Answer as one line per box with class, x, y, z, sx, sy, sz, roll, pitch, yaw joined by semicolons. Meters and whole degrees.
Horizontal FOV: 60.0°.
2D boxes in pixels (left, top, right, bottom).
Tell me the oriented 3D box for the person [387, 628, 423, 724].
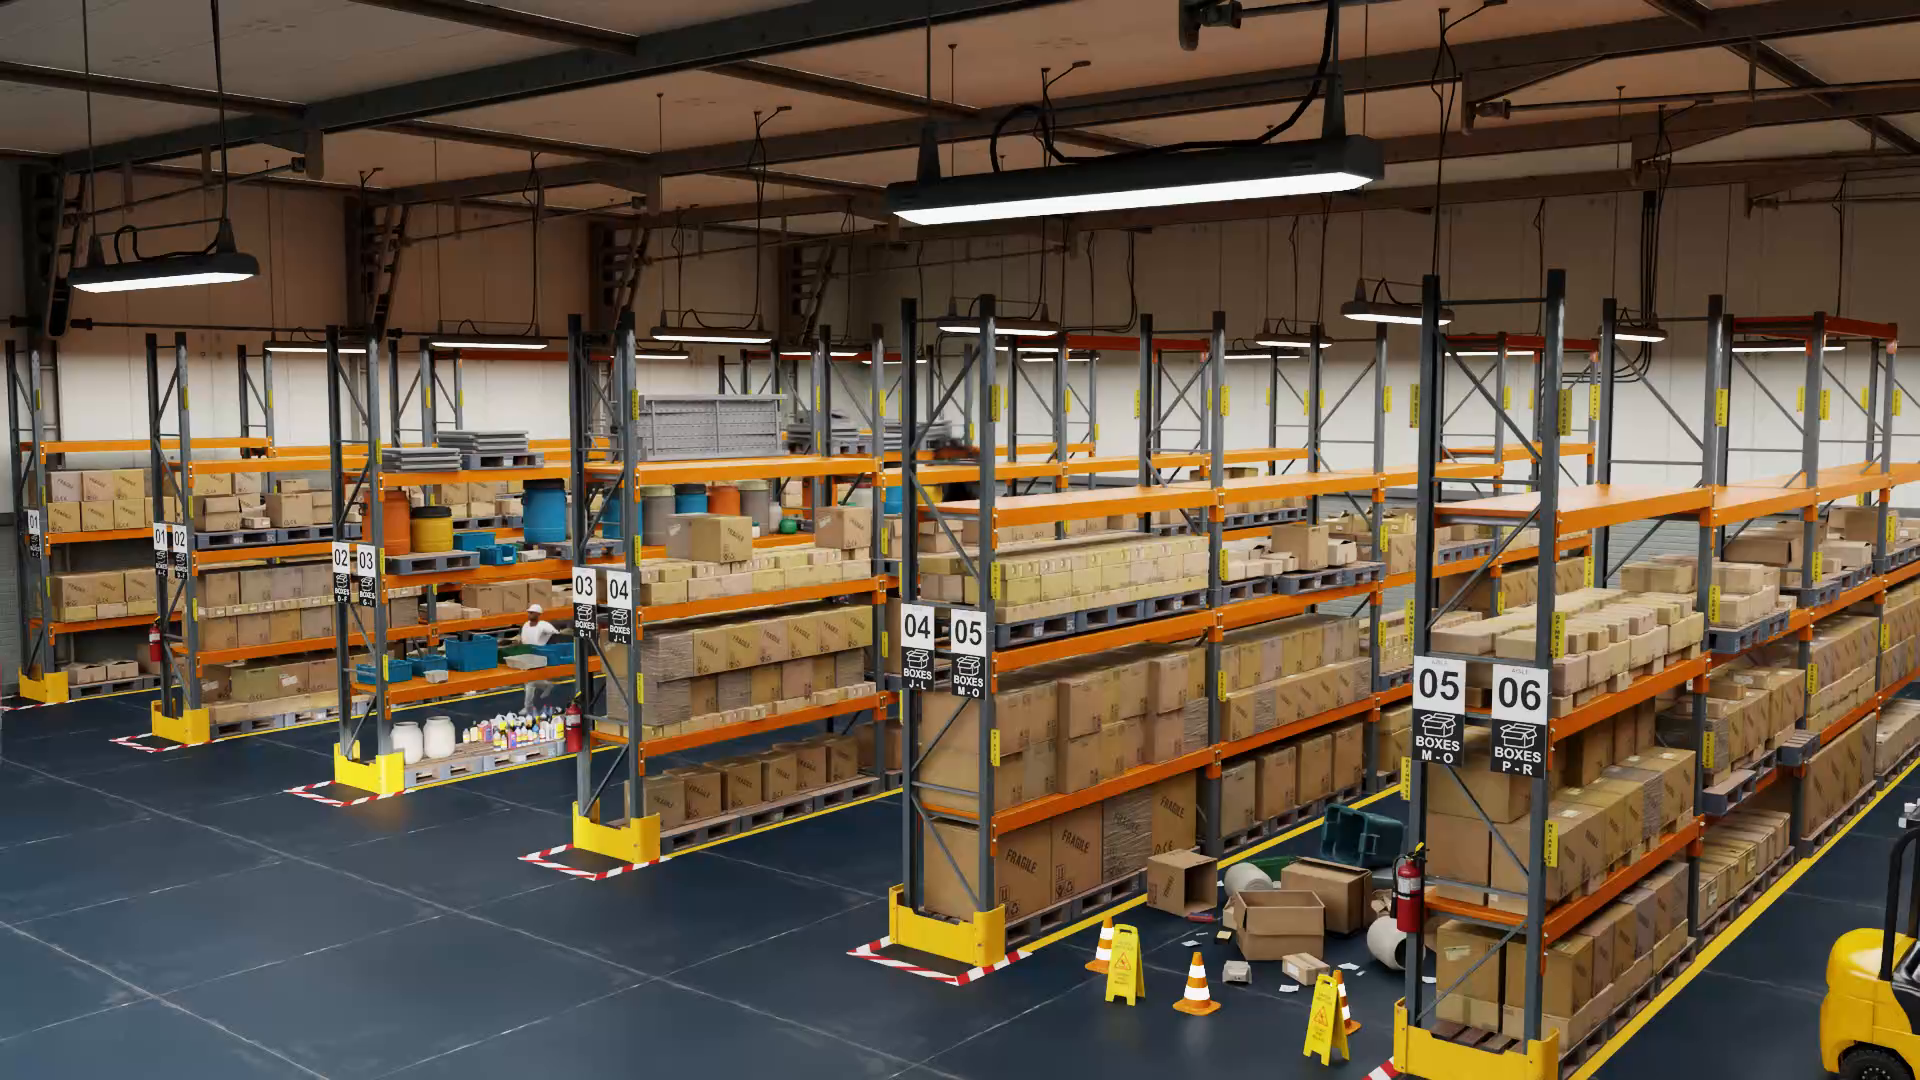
person;-8.163;2.120;24.081;0.720;1.713;0.802;3;6;33
